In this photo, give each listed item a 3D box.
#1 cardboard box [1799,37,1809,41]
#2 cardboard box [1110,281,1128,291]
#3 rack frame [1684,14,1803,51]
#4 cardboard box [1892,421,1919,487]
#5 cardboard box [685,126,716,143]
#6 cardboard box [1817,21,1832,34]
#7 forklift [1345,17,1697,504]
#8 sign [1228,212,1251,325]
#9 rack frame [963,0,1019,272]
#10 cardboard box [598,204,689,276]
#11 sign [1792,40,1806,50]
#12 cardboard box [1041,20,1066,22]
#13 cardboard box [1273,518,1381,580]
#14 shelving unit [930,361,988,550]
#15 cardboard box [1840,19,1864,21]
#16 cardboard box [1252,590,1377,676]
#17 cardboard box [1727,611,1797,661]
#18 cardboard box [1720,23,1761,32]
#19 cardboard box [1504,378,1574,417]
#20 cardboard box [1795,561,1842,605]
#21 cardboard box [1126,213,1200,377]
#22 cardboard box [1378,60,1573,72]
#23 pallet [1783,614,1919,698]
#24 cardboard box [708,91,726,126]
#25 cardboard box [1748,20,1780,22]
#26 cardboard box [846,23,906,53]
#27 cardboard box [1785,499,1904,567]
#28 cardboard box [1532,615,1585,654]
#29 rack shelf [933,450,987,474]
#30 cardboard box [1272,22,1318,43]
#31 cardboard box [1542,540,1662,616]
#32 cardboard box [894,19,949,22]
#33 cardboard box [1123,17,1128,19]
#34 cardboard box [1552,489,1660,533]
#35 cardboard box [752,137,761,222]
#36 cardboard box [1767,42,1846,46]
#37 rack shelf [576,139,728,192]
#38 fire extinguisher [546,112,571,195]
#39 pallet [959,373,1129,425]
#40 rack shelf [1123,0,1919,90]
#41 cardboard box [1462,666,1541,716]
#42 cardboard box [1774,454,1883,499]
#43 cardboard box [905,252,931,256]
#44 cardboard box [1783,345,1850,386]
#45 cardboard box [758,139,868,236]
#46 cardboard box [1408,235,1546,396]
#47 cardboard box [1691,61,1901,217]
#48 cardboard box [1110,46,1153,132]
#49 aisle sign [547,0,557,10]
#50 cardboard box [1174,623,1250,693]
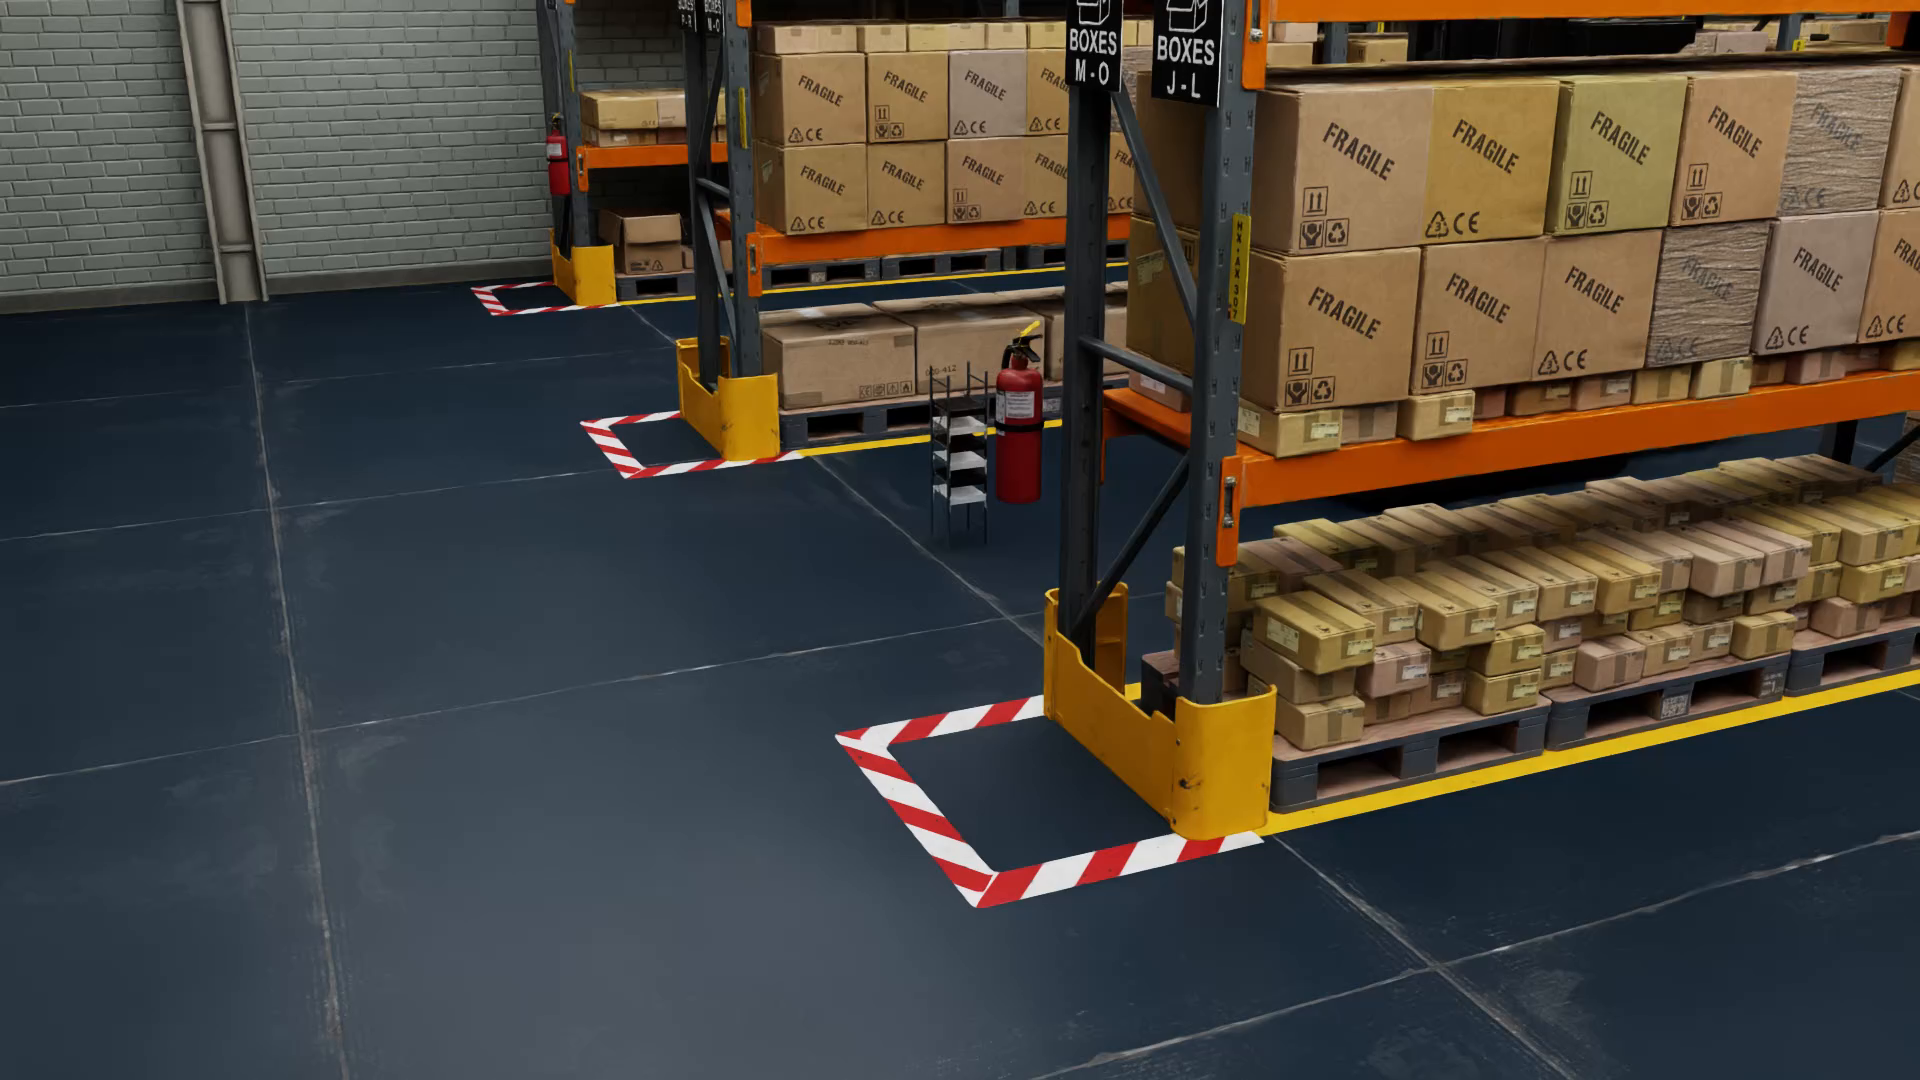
[{"bbox_3d":[9.449,-5.680,19.009,0.250,0.149,0.380,-9,21,-23],"label":"cardboard box"},{"bbox_3d":[1.629,-1.541,11.609,0.875,0.438,0.875,-8,21,-23],"label":"cardboard box"},{"bbox_3d":[5.921,-3.128,12.889,0.127,3.000,1.000,-8,21,-22],"label":"rack frame"},{"bbox_3d":[4.881,-0.299,7.985,0.500,0.500,0.500,-9,21,-23],"label":"cardboard box"},{"bbox_3d":[-2.285,-3.537,14.429,0.250,0.149,0.380,-7,21,-20],"label":"cardboard box"},{"bbox_3d":[9.919,-5.877,19.122,0.250,0.149,0.380,-8,21,-21],"label":"cardboard box"},{"bbox_3d":[3.298,-1.886,9.466,3.031,2.935,1.130,-9,21,-23],"label":"forklift"},{"bbox_3d":[0.844,-0.822,5.037,0.005,0.325,0.100,-8,21,-22],"label":"sign"},{"bbox_3d":[0.279,-4.115,15.692,0.127,3.000,1.000,-8,21,-22],"label":"rack frame"},{"bbox_3d":[-2.795,-2.661,14.689,0.637,0.503,0.797,-9,21,-24],"label":"cardboard box"},{"bbox_3d":[6.144,-3.505,12.217,0.005,0.325,0.100,-8,21,-22],"label":"sign"},{"bbox_3d":[0.673,-3.103,10.186,0.250,0.149,0.380,-8,21,-22],"label":"cardboard box"},{"bbox_3d":[1.455,0.051,6.624,0.250,0.149,0.380,-9,21,-23],"label":"cardboard box"},{"bbox_3d":[-0.007,-0.423,8.370,0.210,0.900,0.258,-8,21,-22],"label":"shelving unit"},{"bbox_3d":[10.635,-6.192,20.016,0.250,0.149,0.380,-7,21,-20],"label":"cardboard box"},{"bbox_3d":[1.244,0.321,5.857,0.250,0.149,0.380,-9,21,-24],"label":"cardboard box"},{"bbox_3d":[3.126,0.333,6.721,0.250,0.149,0.380,-8,21,-22],"label":"cardboard box"},{"bbox_3d":[8.746,-5.713,18.656,0.250,0.149,0.380,-8,21,-21],"label":"cardboard box"},{"bbox_3d":[1.984,-0.573,6.010,0.250,0.149,0.380,-8,21,-22],"label":"cardboard box"},{"bbox_3d":[3.387,0.122,6.871,0.250,0.149,0.380,-8,21,-21],"label":"cardboard box"},{"bbox_3d":[0.939,-0.904,5.976,0.500,0.500,0.500,-8,21,-21],"label":"cardboard box"},{"bbox_3d":[1.889,-1.512,6.197,0.500,0.500,0.500,-7,21,-19],"label":"cardboard box"},{"bbox_3d":[3.699,0.309,7.327,1.213,0.211,1.003,-8,21,-22],"label":"pallet"},{"bbox_3d":[-1.944,-3.770,14.490,0.500,0.250,0.500,-9,21,-23],"label":"cardboard box"},{"bbox_3d":[9.472,-6.013,19.508,0.250,0.149,0.380,-8,21,-22],"label":"cardboard box"},{"bbox_3d":[-0.493,-2.918,9.660,0.250,0.149,0.380,-7,21,-20],"label":"cardboard box"},{"bbox_3d":[3.633,-0.033,6.863,0.250,0.149,0.380,-8,21,-22],"label":"cardboard box"},{"bbox_3d":[2.160,0.294,6.383,0.250,0.149,0.380,-9,21,-25],"label":"cardboard box"},{"bbox_3d":[-0.007,-0.392,8.381,0.200,0.077,0.258,-8,21,-22],"label":"rack shelf"},{"bbox_3d":[2.091,-3.289,10.714,0.250,0.149,0.380,-9,21,-23],"label":"cardboard box"},{"bbox_3d":[2.445,0.142,6.366,0.250,0.149,0.380,-8,21,-21],"label":"cardboard box"},{"bbox_3d":[-0.232,-3.142,10.297,0.250,0.149,0.380,-8,21,-22],"label":"cardboard box"},{"bbox_3d":[0.901,-3.339,10.856,0.250,0.149,0.380,-9,21,-23],"label":"cardboard box"},{"bbox_3d":[2.700,-0.080,6.997,0.250,0.149,0.380,-9,21,-24],"label":"cardboard box"},{"bbox_3d":[-1.087,-2.267,10.293,0.500,0.500,0.500,-8,21,-22],"label":"cardboard box"},{"bbox_3d":[6.699,-3.729,13.367,0.500,0.500,0.500,-9,21,-23],"label":"cardboard box"},{"bbox_3d":[-1.558,-3.512,15.065,4.000,0.370,1.077,-8,21,-22],"label":"rack shelf"},{"bbox_3d":[-3.346,-3.216,13.817,0.183,0.674,0.296,-8,21,-22],"label":"fire extinguisher"},{"bbox_3d":[0.397,-1.048,11.182,1.213,0.211,1.003,-8,21,-22],"label":"pallet"},{"bbox_3d":[2.465,-1.918,6.019,4.000,0.370,1.077,-8,21,-22],"label":"rack shelf"},{"bbox_3d":[1.948,0.502,6.241,0.250,0.149,0.380,-8,21,-21],"label":"cardboard box"},{"bbox_3d":[3.903,-0.257,7.501,0.250,0.149,0.380,-7,21,-20],"label":"cardboard box"},{"bbox_3d":[-0.445,-2.814,15.481,0.258,0.266,0.396,-7,21,-20],"label":"cardboard box"},{"bbox_3d":[3.186,-0.723,6.436,0.250,0.149,0.380,-9,21,-24],"label":"cardboard box"},{"bbox_3d":[-0.870,-2.098,9.814,0.500,0.500,0.500,-8,21,-22],"label":"cardboard box"},{"bbox_3d":[1.632,-0.820,5.735,0.500,0.500,0.500,-8,21,-22],"label":"cardboard box"},{"bbox_3d":[3.029,-1.488,6.127,0.500,0.500,0.500,-8,21,-21],"label":"cardboard box"},{"bbox_3d":[0.991,-2.840,10.416,0.500,0.500,0.500,-8,21,-21],"label":"cardboard box"},{"bbox_3d":[-3.341,-4.716,13.486,0.004,0.787,0.394,-8,21,-22],"label":"aisle sign"},{"bbox_3d":[1.029,0.434,6.432,0.250,0.149,0.380,-8,21,-21],"label":"cardboard box"}]
